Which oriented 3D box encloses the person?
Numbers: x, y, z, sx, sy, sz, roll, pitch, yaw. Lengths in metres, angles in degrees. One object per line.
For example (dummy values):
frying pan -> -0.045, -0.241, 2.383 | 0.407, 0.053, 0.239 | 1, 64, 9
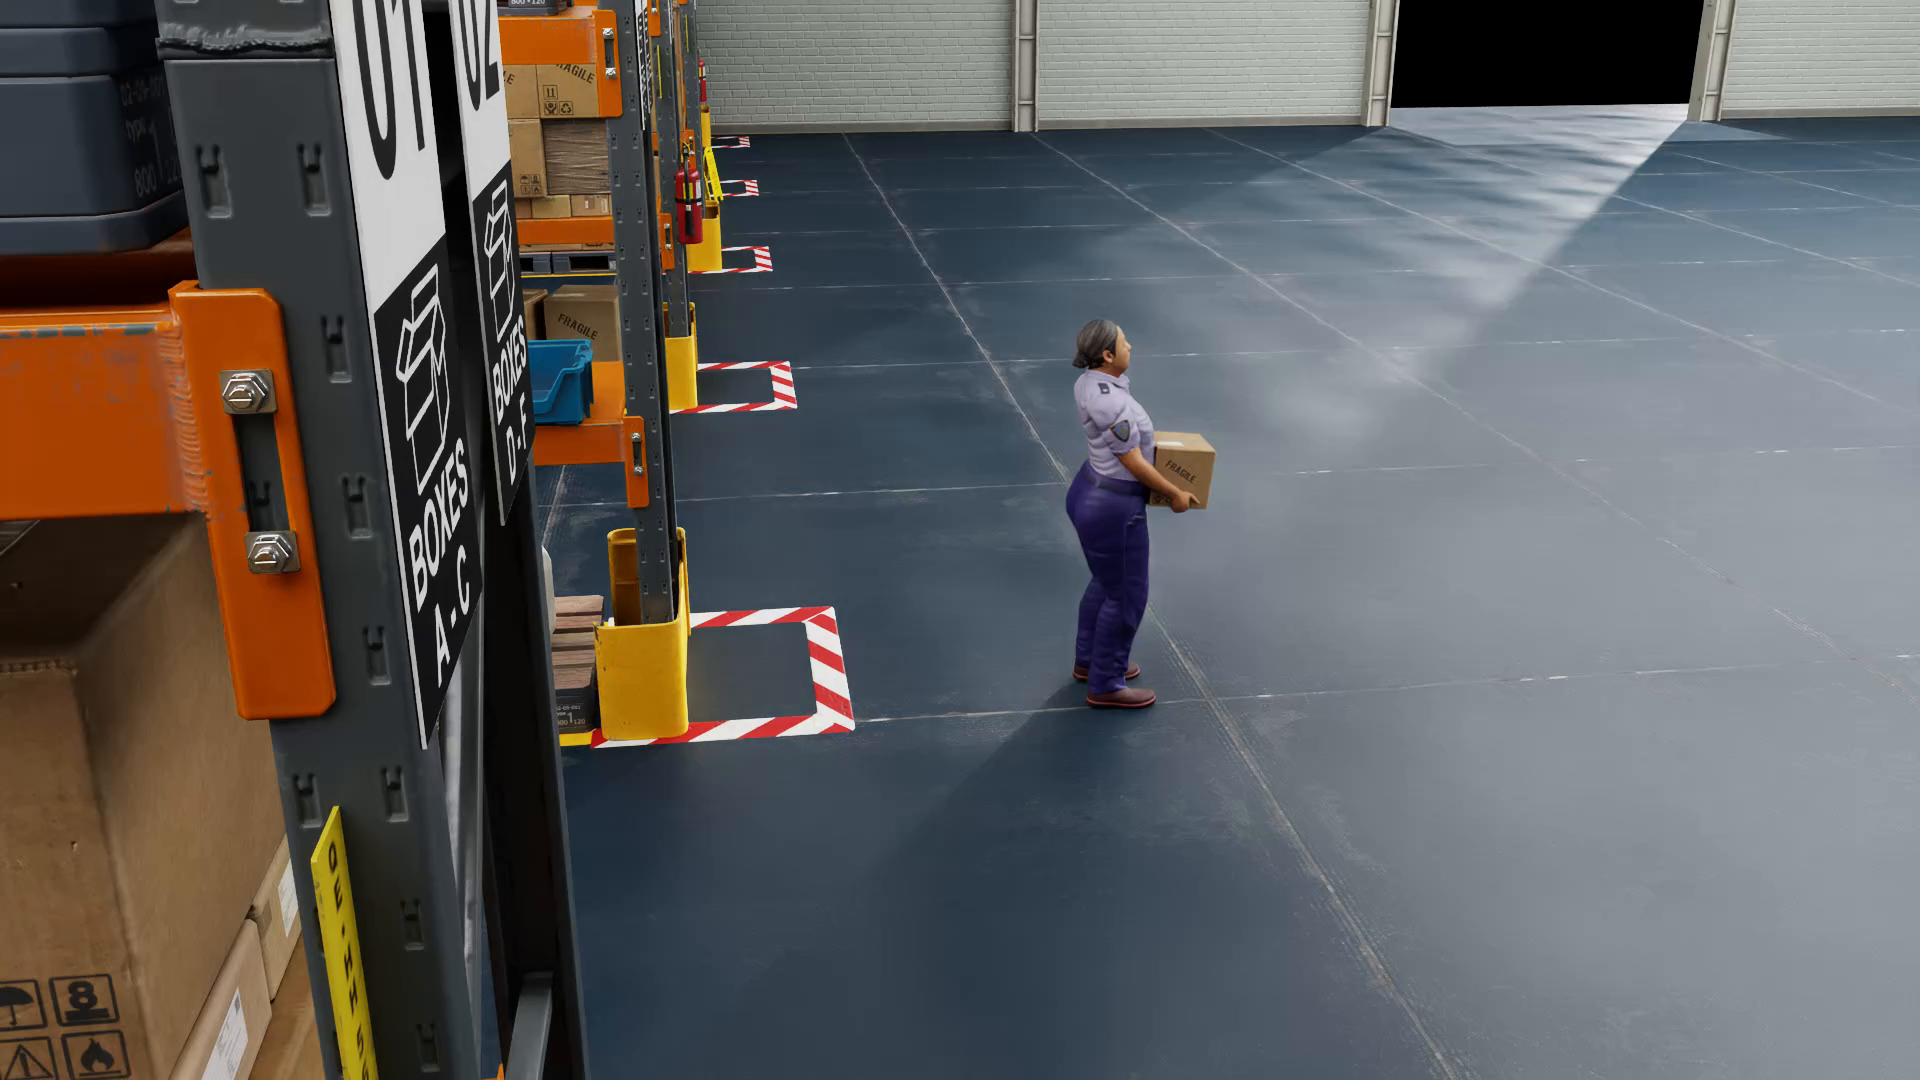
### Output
person -> 0.707, -0.118, 6.946 | 0.516, 1.627, 0.452 | -3, 20, -8
